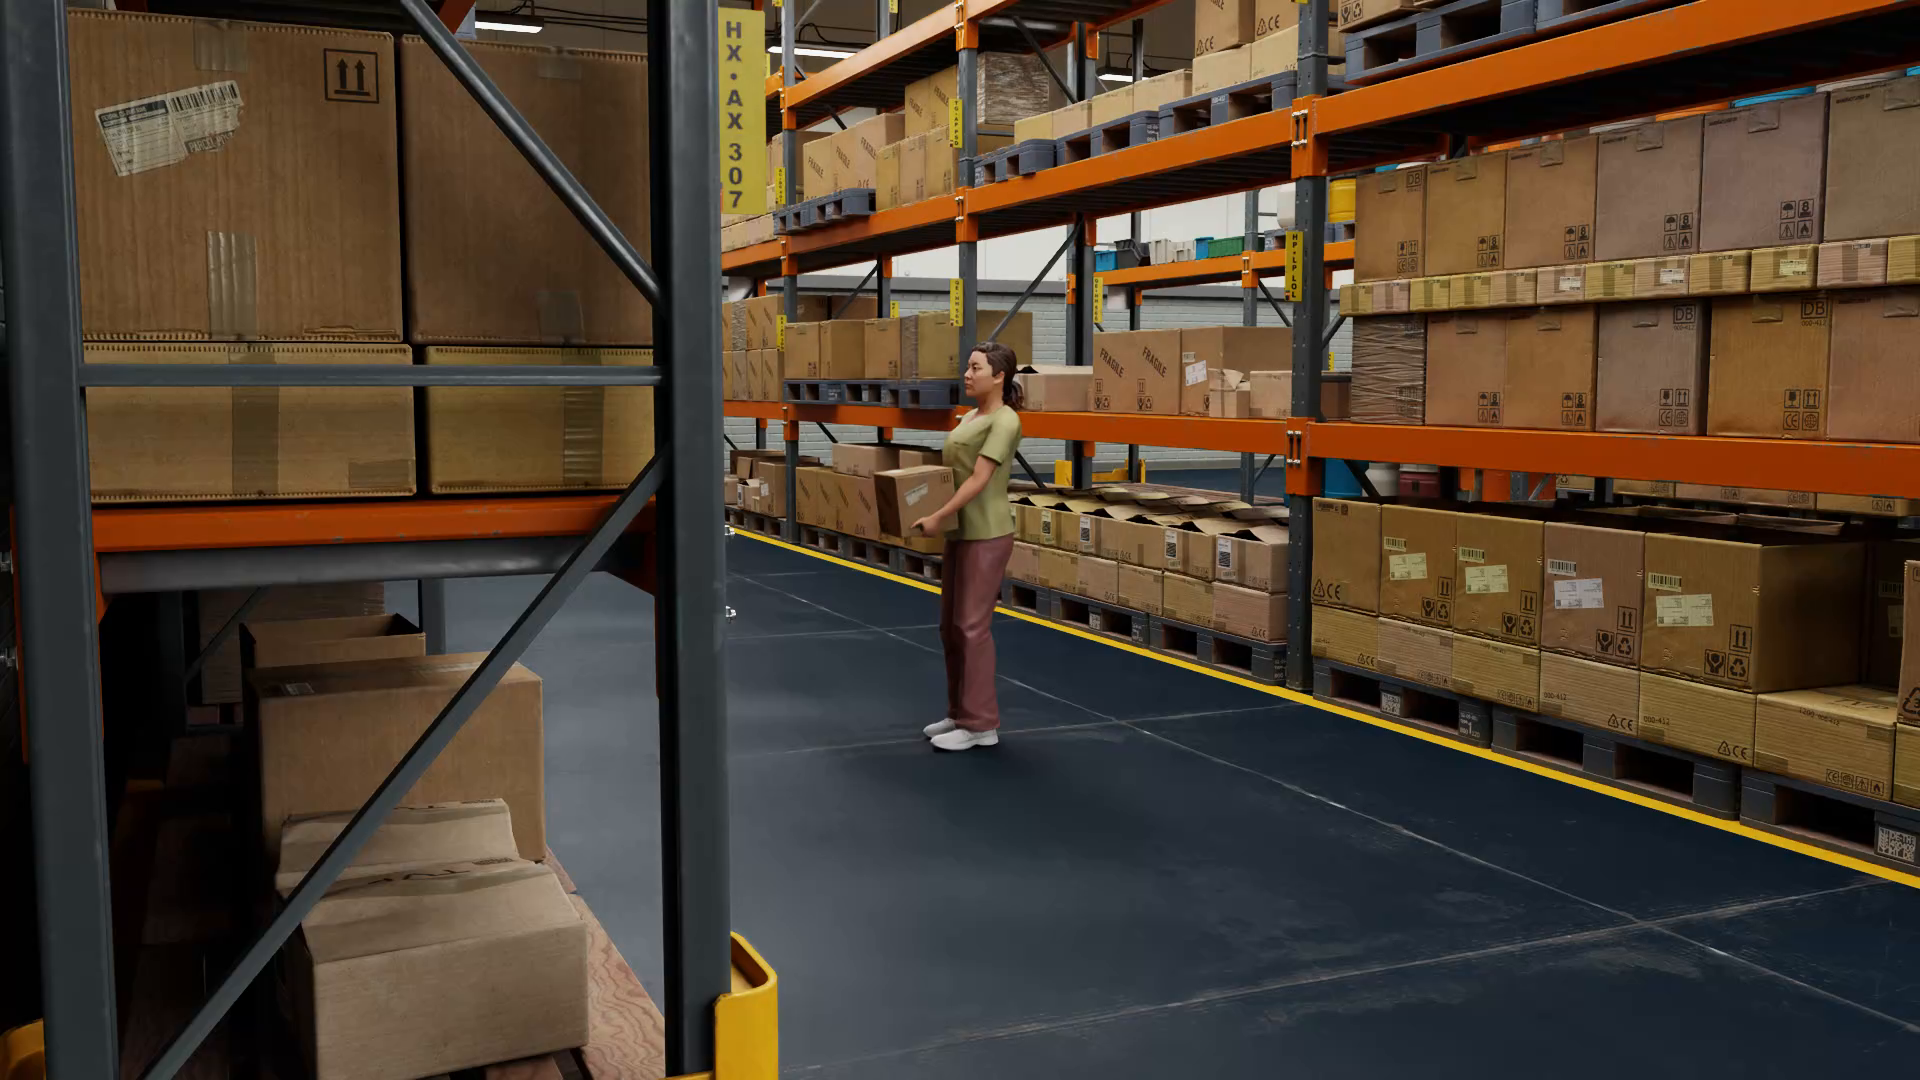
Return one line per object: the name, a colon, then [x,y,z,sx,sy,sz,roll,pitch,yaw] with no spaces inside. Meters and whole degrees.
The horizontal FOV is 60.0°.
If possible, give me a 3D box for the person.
person: [0.006,0.018,6.848,0.558,1.664,0.423,-2,6,-23]
